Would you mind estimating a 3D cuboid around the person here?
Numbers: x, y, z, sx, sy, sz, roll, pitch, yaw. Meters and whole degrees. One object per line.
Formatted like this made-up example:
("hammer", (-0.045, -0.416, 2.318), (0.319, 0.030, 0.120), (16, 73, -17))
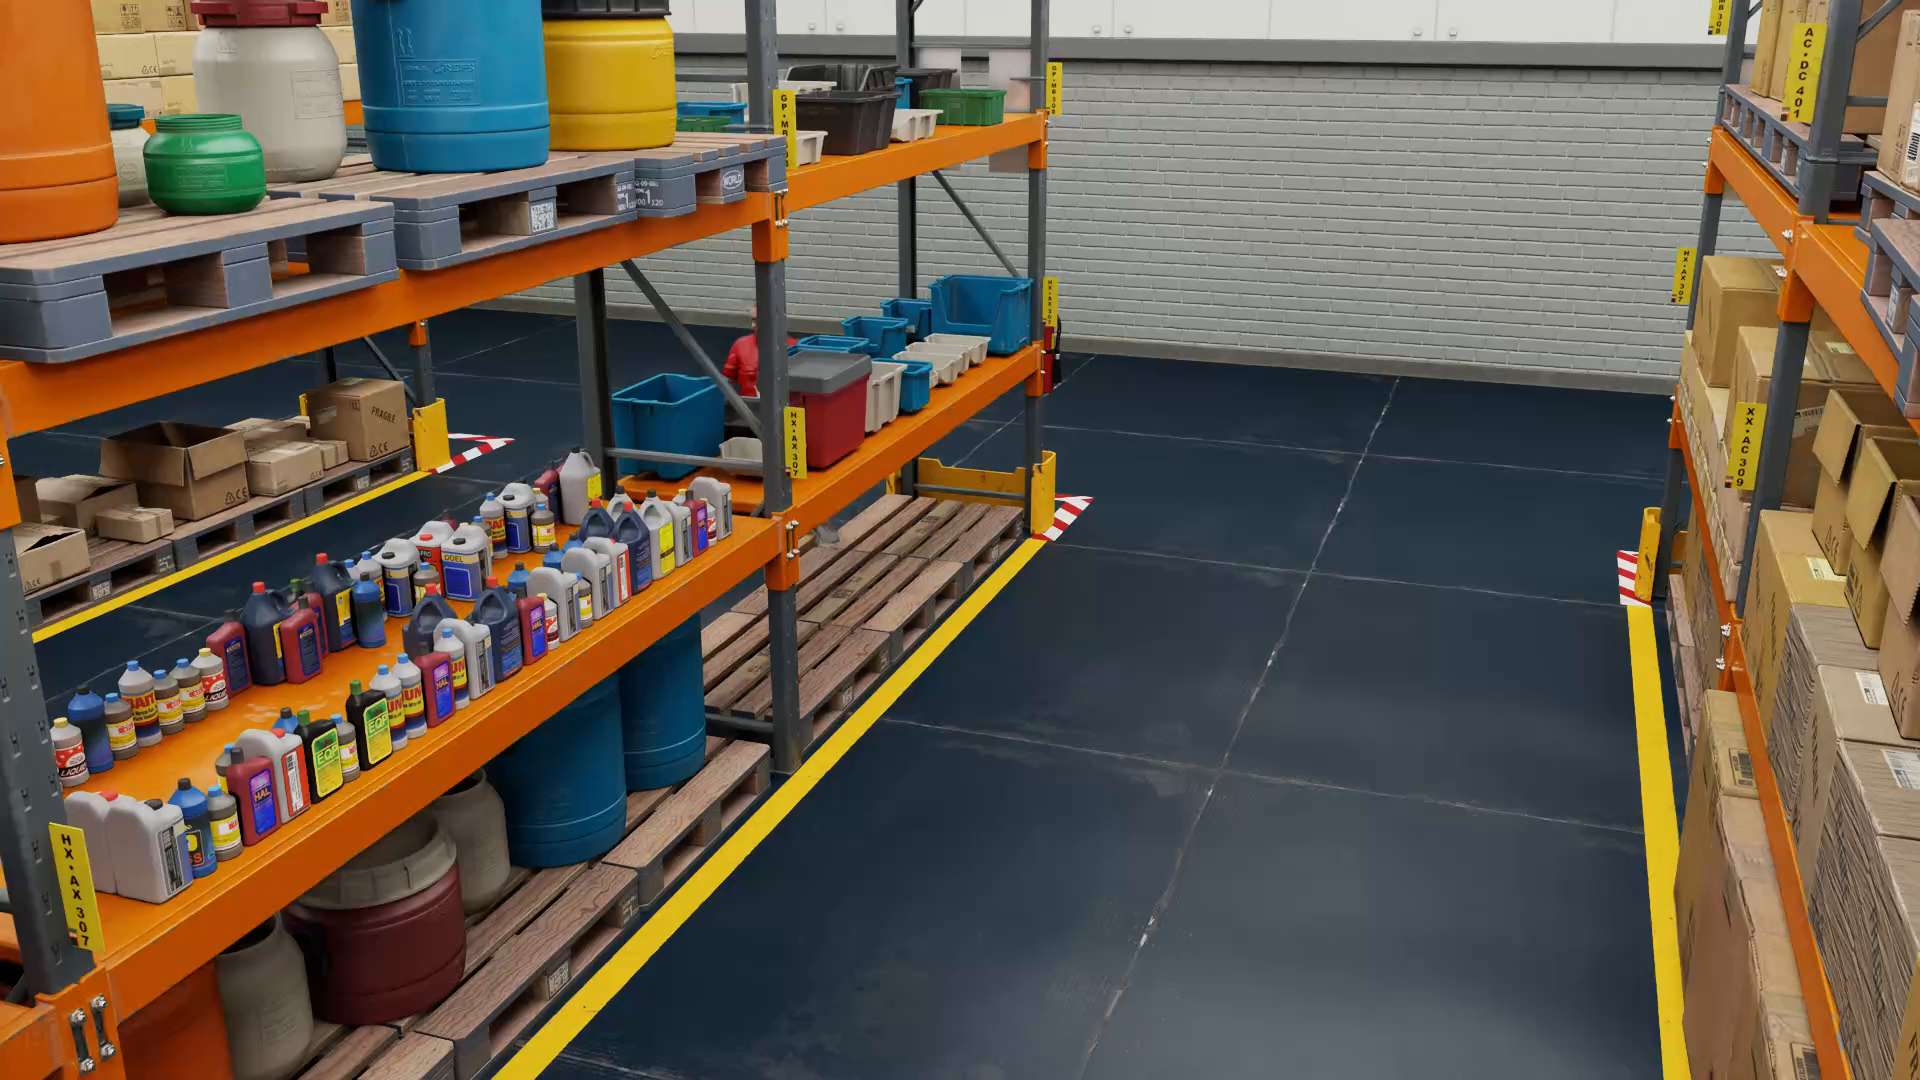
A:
("person", (-1.178, -0.704, 10.650), (0.803, 1.697, 0.799), (-2, 19, -5))
